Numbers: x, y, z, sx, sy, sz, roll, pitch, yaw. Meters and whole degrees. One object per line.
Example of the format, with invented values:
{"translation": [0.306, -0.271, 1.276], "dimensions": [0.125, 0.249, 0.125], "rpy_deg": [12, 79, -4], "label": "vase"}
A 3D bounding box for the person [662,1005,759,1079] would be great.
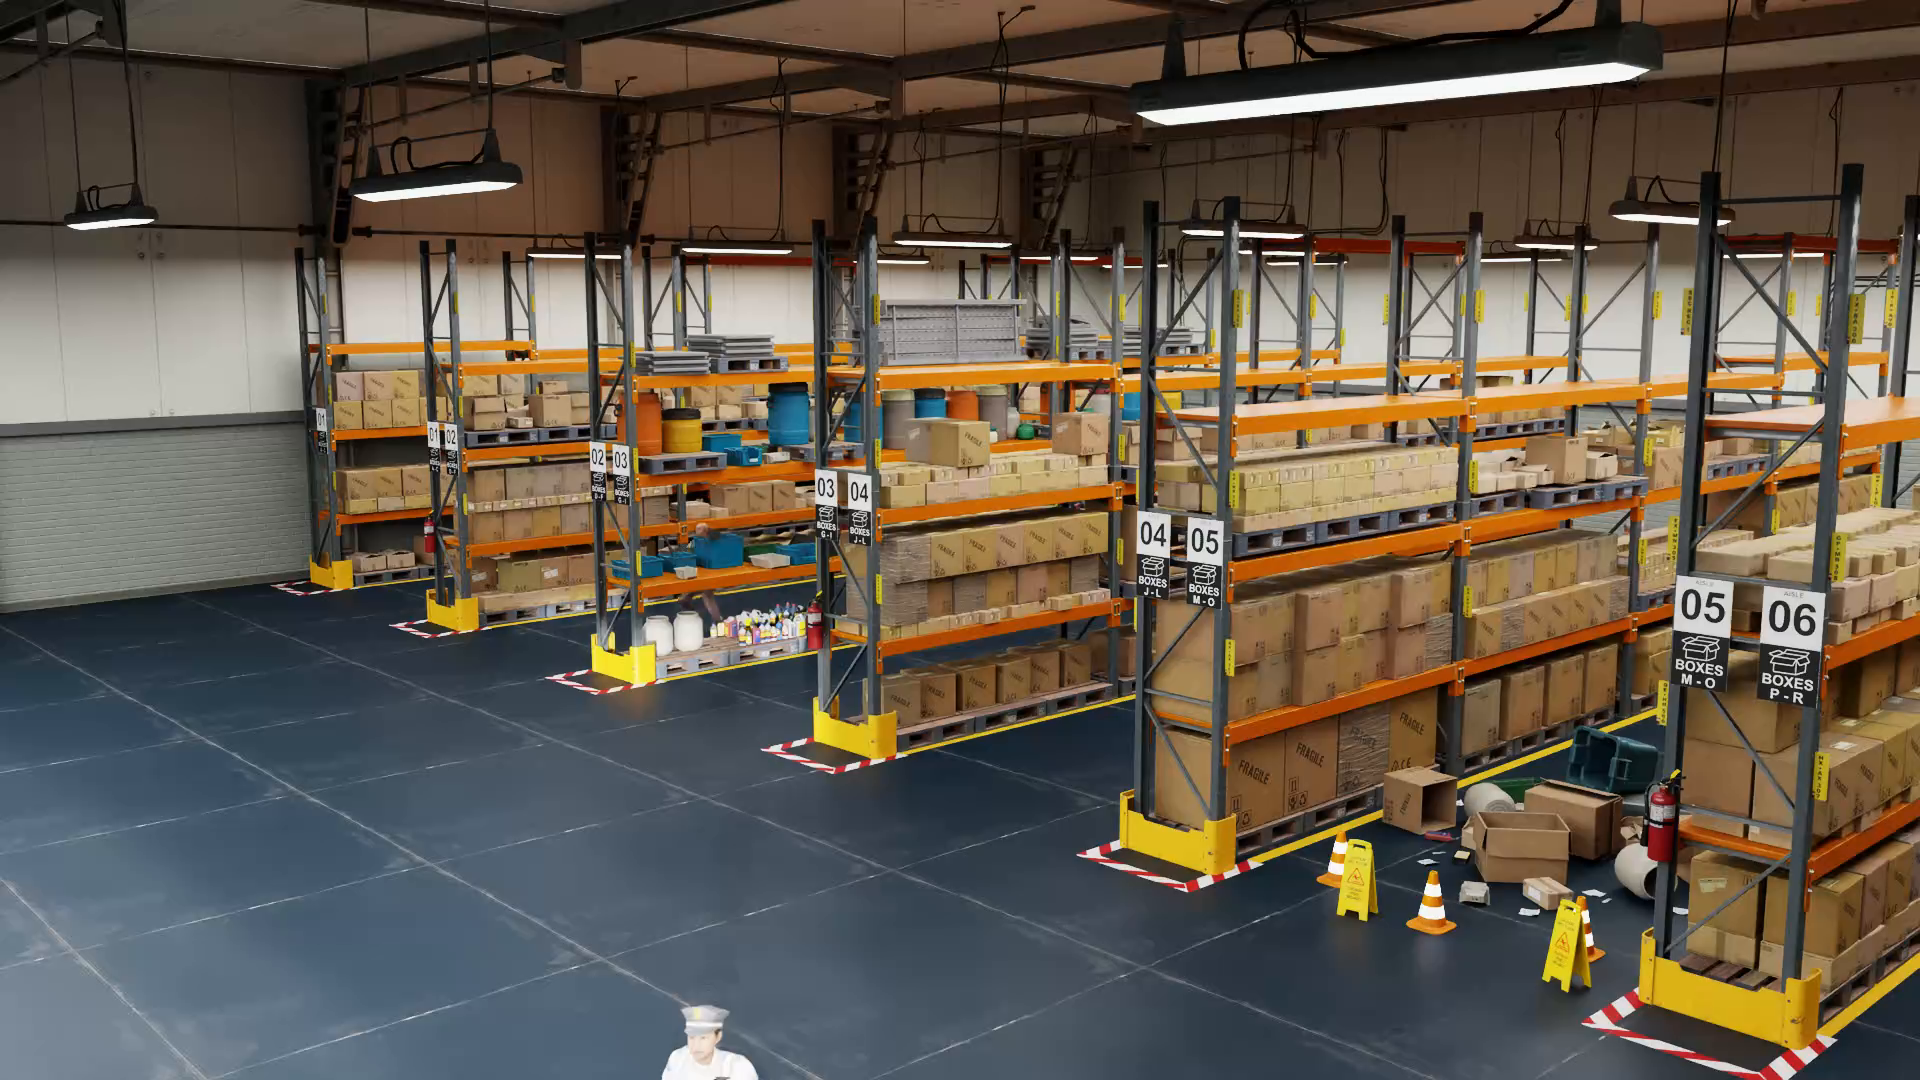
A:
{"translation": [-1.229, 3.127, 8.372], "dimensions": [0.587, 1.747, 0.805], "rpy_deg": [0, 8, -1], "label": "person"}

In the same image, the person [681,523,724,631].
{"translation": [-3.935, 0.620, 25.248], "dimensions": [0.624, 1.776, 0.750], "rpy_deg": [7, 11, 39], "label": "person"}

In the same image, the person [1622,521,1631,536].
{"translation": [10.152, 0.591, 25.273], "dimensions": [0.659, 1.762, 0.625], "rpy_deg": [-6, 11, -37], "label": "person"}
